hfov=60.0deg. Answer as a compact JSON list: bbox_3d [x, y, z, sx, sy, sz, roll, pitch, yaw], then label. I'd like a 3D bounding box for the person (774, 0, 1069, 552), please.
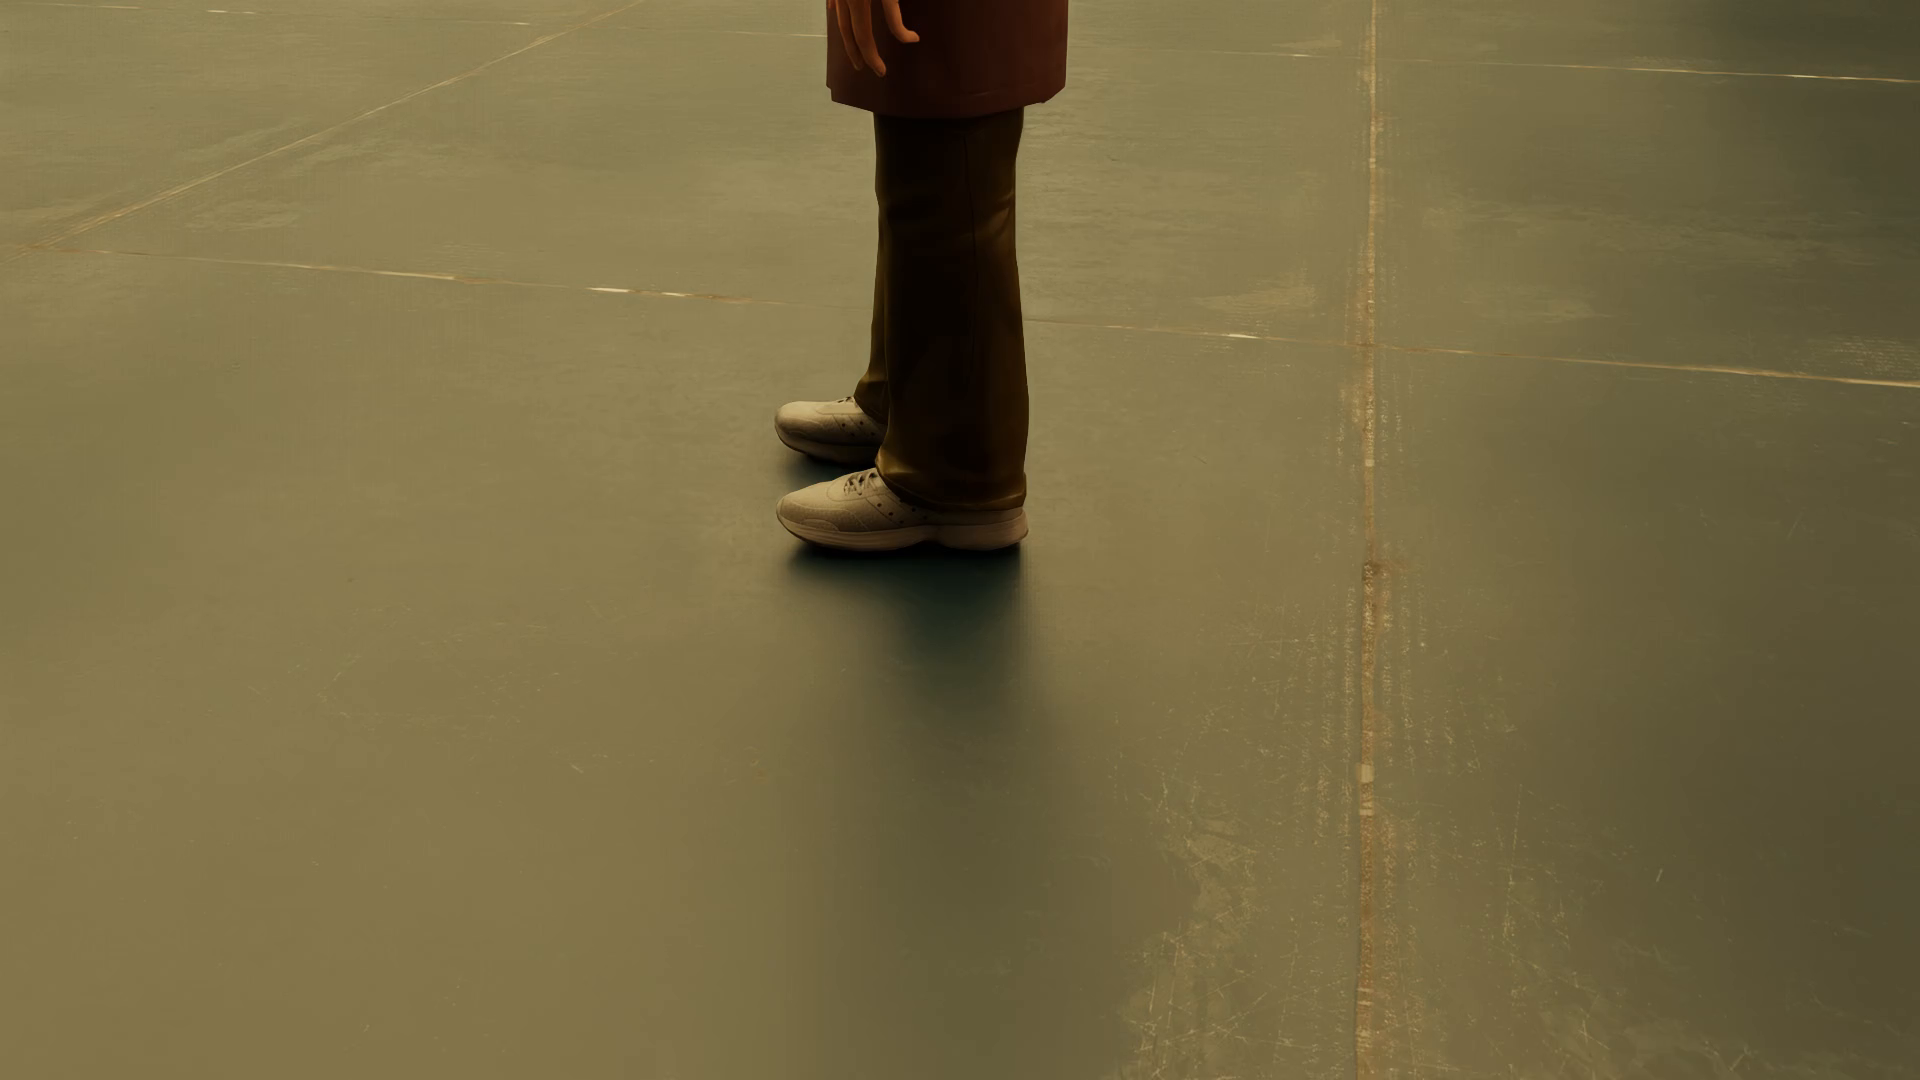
[{"bbox_3d":[-0.087,-0.811,2.118,0.582,1.776,0.696,6,27,11],"label":"person"}]
